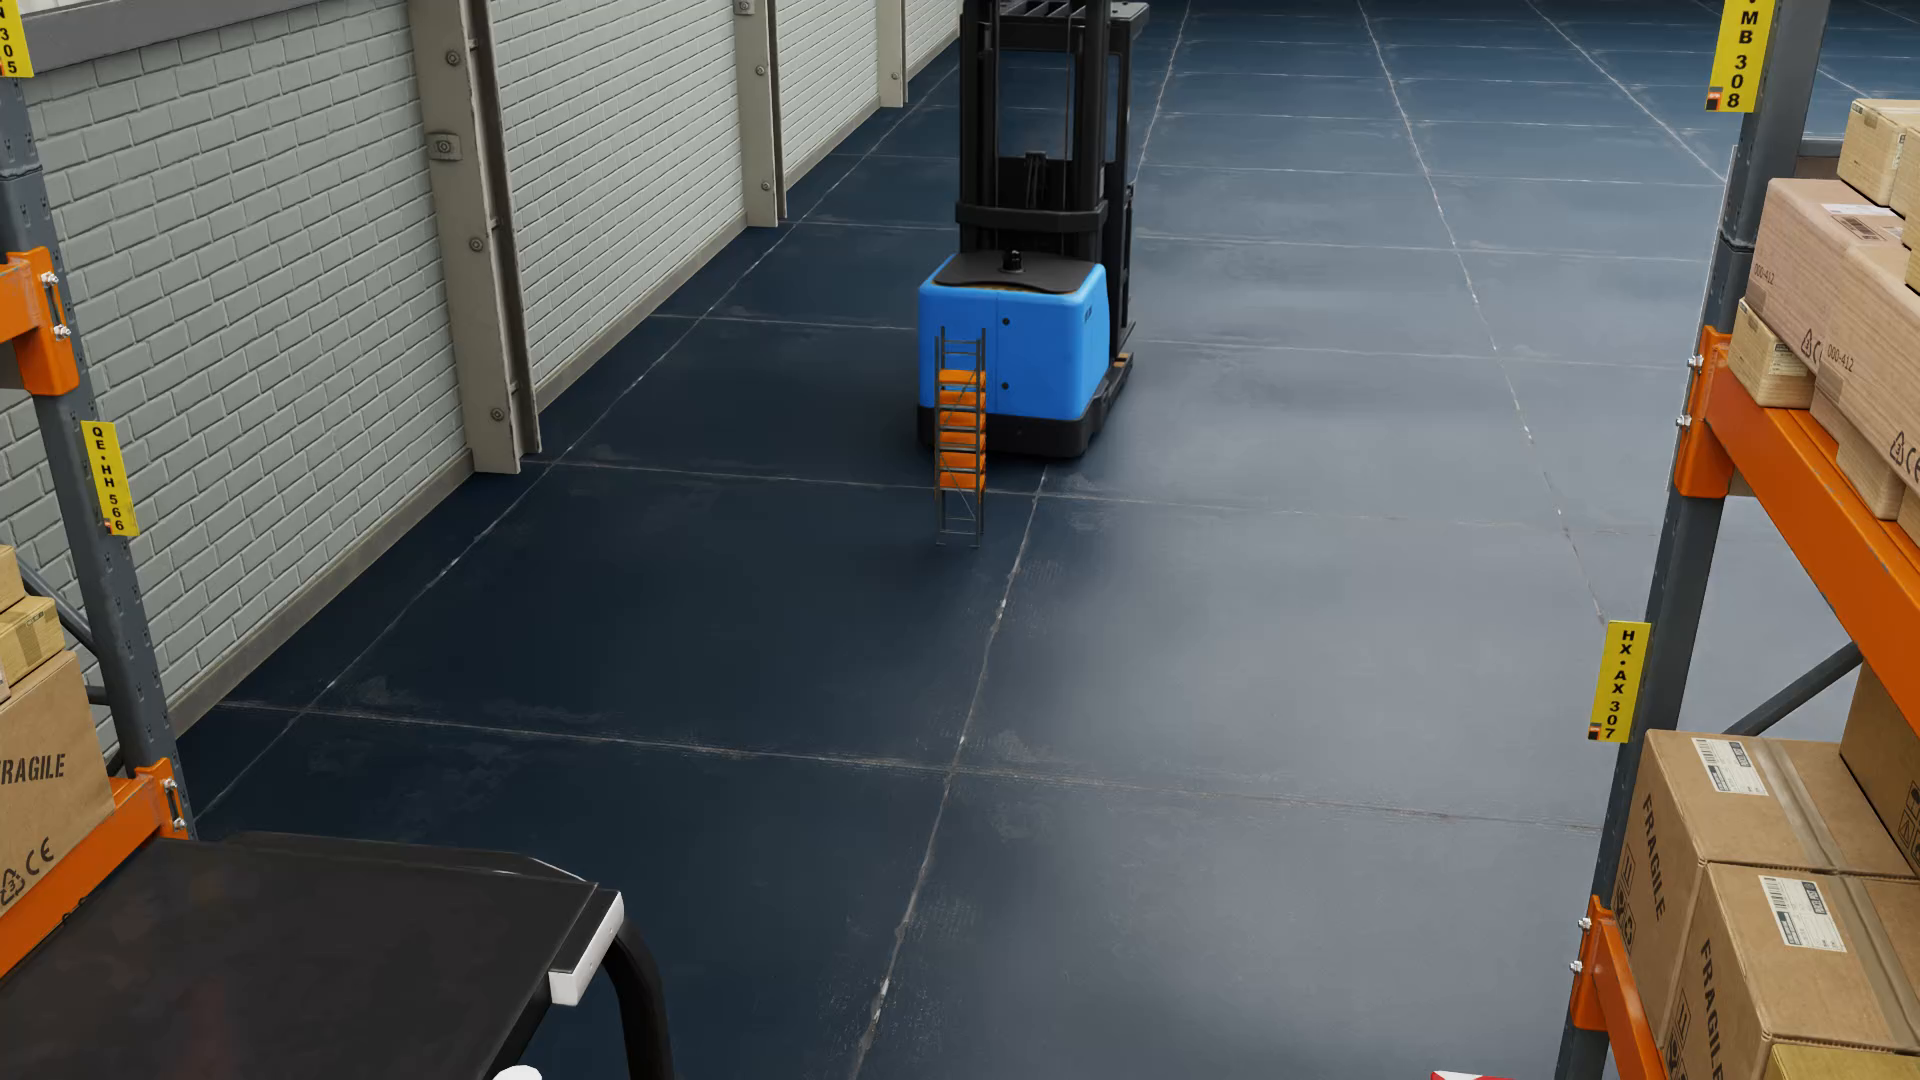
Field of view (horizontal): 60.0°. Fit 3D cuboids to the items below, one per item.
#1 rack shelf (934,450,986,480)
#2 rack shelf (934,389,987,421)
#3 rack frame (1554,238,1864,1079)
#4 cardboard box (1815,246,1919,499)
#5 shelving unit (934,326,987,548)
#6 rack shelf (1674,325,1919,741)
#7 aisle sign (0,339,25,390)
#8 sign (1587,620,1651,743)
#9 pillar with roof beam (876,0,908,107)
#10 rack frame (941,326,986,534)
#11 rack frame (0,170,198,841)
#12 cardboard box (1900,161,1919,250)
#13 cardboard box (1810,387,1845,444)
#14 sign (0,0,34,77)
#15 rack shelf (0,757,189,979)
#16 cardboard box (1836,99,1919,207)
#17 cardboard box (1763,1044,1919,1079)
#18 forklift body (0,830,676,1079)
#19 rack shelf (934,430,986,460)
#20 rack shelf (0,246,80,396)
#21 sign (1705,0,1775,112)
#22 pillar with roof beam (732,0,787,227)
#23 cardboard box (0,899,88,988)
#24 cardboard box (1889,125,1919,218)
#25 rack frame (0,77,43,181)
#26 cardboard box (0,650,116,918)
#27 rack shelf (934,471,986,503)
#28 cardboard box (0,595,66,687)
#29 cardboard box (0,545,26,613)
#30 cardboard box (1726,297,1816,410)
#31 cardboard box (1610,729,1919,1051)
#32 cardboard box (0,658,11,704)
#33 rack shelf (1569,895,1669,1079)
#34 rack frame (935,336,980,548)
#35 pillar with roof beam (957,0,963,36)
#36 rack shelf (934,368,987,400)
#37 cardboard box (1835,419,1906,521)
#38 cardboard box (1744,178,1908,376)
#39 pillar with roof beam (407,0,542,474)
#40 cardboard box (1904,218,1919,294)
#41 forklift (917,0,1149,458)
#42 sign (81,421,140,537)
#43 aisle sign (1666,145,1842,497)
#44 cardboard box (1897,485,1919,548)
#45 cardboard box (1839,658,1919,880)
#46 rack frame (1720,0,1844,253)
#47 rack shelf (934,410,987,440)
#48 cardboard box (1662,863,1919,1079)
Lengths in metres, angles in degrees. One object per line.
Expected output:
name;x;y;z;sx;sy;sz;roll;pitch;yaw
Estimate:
rack shelf;0.002;-0.401;9.078;0.258;0.103;0.180;4;25;9
rack shelf;0.002;-0.727;8.926;0.258;0.103;0.180;4;25;9
rack frame;2.109;0.770;4.067;1.000;3.000;0.127;4;25;9
cardboard box;1.672;-0.254;2.541;0.500;0.250;0.500;4;25;8
shelving unit;0.002;-0.549;9.009;0.258;1.200;0.189;4;25;9
rack shelf;1.782;0.574;1.797;1.077;0.370;4.000;4;25;9
aisle sign;-2.488;-0.757;4.262;0.394;0.787;0.004;4;25;9
sign;1.573;0.340;3.964;0.100;0.325;0.005;4;25;9
pillar with roof beam;3.397;-9.291;18.484;9.100;9.000;0.400;4;25;9
rack frame;0.017;-0.588;9.090;0.240;1.200;0.006;4;25;9
rack frame;-2.789;0.428;4.798;1.000;3.000;0.127;4;25;9
cardboard box;1.722;-0.495;2.586;0.380;0.149;0.250;4;25;8
cardboard box;1.780;-0.243;2.988;0.380;0.149;0.250;3;25;7
sign;-2.256;-1.253;3.899;0.100;0.325;0.005;4;25;9
rack shelf;-3.116;1.590;3.164;1.077;0.370;4.000;4;25;9
cardboard box;1.849;-0.702;3.028;0.380;0.149;0.250;4;25;8
cardboard box;1.594;1.199;2.682;0.500;0.500;0.500;4;25;7
forklift body;-1.299;1.731;3.014;2.313;2.155;1.214;4;25;9
rack shelf;0.002;-0.509;9.027;0.258;0.103;0.180;4;25;9
rack shelf;-3.116;0.231;2.528;1.077;0.370;4.000;4;25;9
sign;1.573;-1.022;3.326;0.100;0.325;0.005;4;25;9
pillar with roof beam;2.416;-6.781;13.123;9.100;9.000;0.400;4;25;9
cardboard box;-2.556;1.244;4.623;0.500;0.250;0.500;5;26;10
cardboard box;1.824;-0.595;2.800;0.380;0.149;0.250;4;25;8
rack frame;-2.789;-2.290;3.527;1.000;3.000;0.127;4;25;9
cardboard box;-2.610;0.606;4.299;0.500;0.500;0.500;3;25;7
rack shelf;0.002;-0.292;9.129;0.258;0.103;0.180;4;25;9
cardboard box;-2.569;0.253;4.288;0.380;0.149;0.250;4;25;9
cardboard box;-2.639;0.118;4.225;0.380;0.149;0.250;4;25;9
cardboard box;1.734;-0.359;3.236;0.380;0.149;0.250;4;25;9
cardboard box;1.758;0.769;3.601;0.500;0.500;0.500;4;25;8
cardboard box;-2.582;0.362;4.056;0.380;0.149;0.250;4;25;9
rack shelf;1.782;1.932;2.432;1.077;0.370;4.000;4;25;9
rack frame;-0.013;-0.511;8.927;0.240;1.200;0.006;4;25;9
pillar with roof beam;4.378;-11.800;23.845;9.100;9.000;0.400;4;25;9
rack shelf;0.002;-0.835;8.875;0.258;0.103;0.180;4;25;9
cardboard box;1.703;-0.134;2.756;0.380;0.149;0.250;5;25;10
cardboard box;1.764;-0.464;2.990;0.500;0.250;0.500;4;25;8
pillar with roof beam;1.436;-4.272;7.762;9.100;9.000;0.400;4;25;9
cardboard box;1.608;-0.395;2.373;0.380;0.149;0.250;4;25;8
forklift;0.598;-2.432;10.987;1.130;2.935;3.031;6;26;13
sign;-2.256;-0.161;4.410;0.100;0.325;0.005;4;25;9
aisle sign;1.813;-0.455;3.617;0.394;0.787;0.004;4;25;9
cardboard box;1.686;-0.029;2.532;0.380;0.149;0.250;4;25;8
cardboard box;2.241;0.366;3.282;0.700;0.500;0.500;3;25;7
rack frame;2.109;-1.947;2.795;1.000;3.000;0.127;4;25;9
rack shelf;0.002;-0.618;8.977;0.258;0.103;0.180;4;25;9
cardboard box;1.676;0.986;3.137;0.500;0.500;0.500;5;26;10
